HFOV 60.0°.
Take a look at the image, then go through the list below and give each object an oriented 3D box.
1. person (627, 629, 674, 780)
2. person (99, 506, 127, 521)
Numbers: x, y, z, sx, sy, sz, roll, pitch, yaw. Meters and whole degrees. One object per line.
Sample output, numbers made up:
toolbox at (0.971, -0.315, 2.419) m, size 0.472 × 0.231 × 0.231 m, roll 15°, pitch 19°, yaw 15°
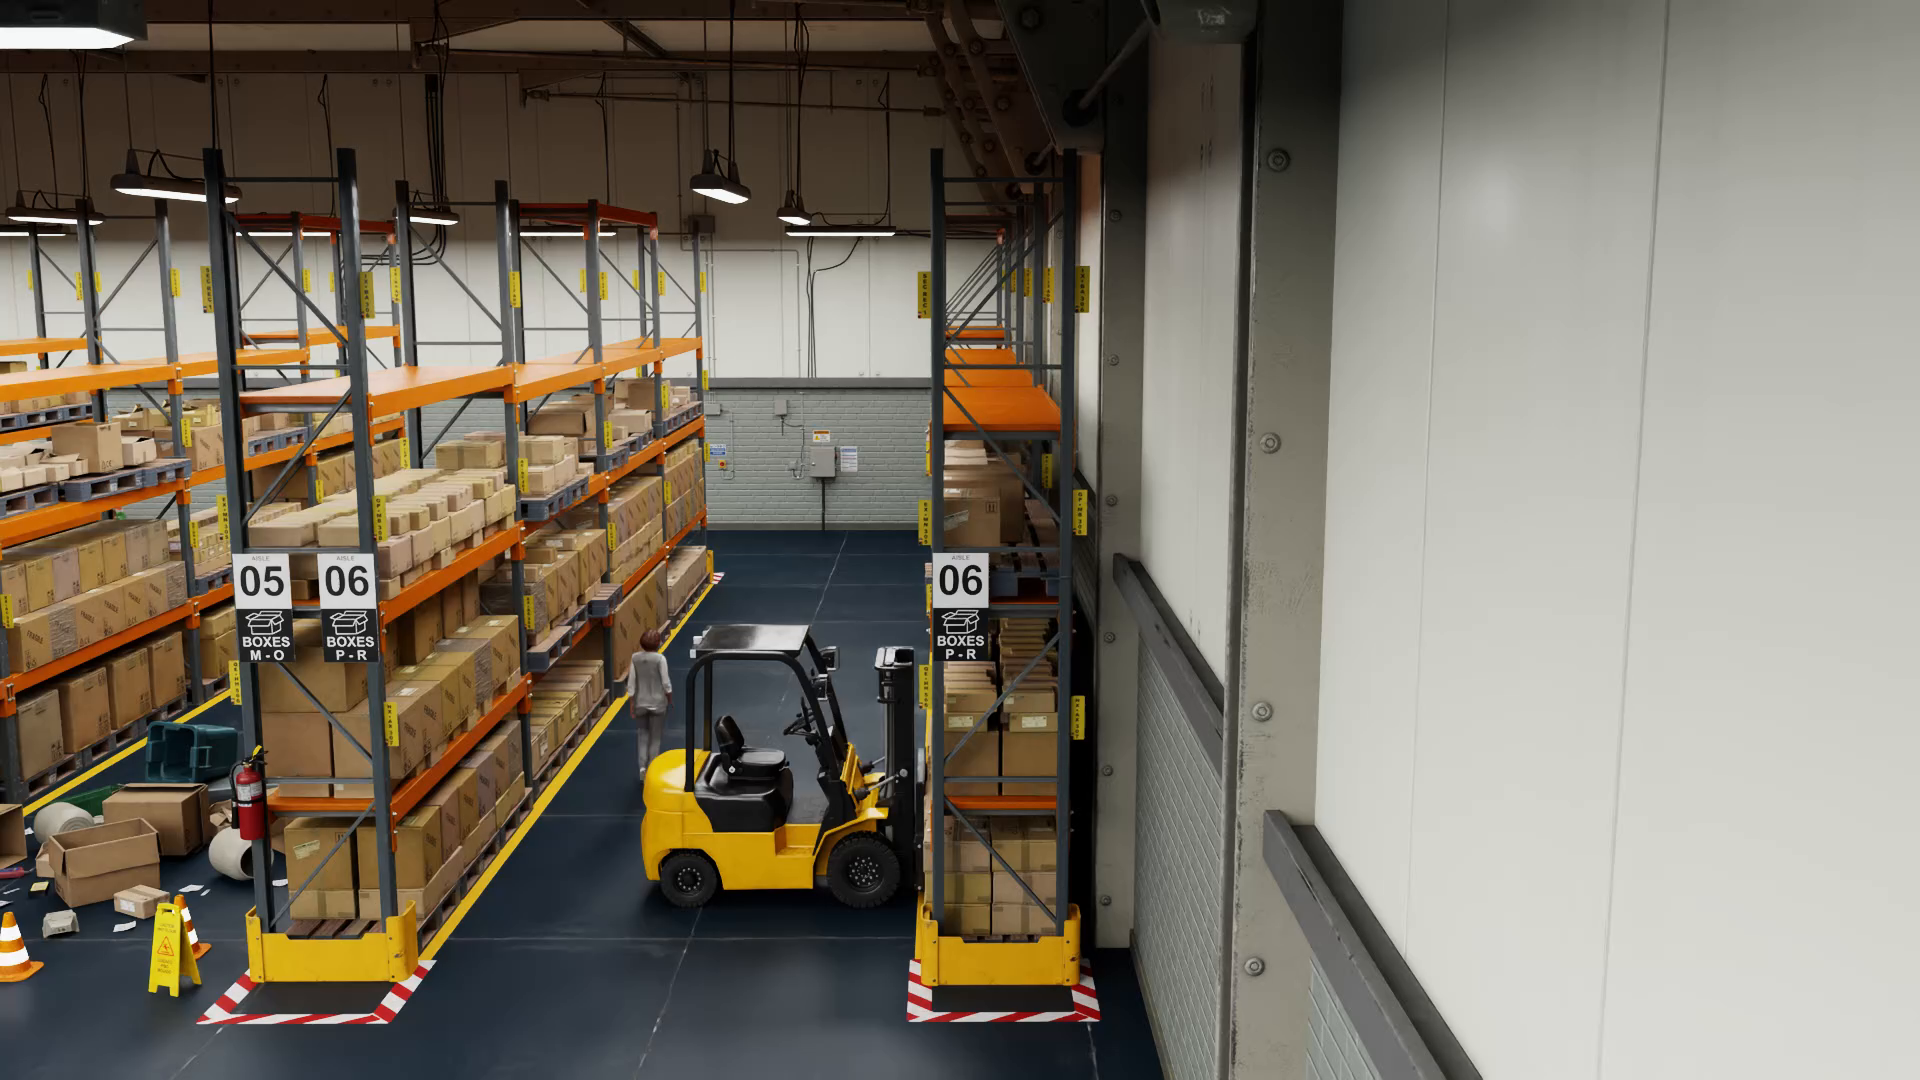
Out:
person at (-3.136, 1.698, 16.815) m, size 0.437 × 1.615 × 0.495 m, roll 1°, pitch 9°, yaw 3°
person at (-15.342, -0.496, 30.000) m, size 0.852 × 1.749 × 0.620 m, roll 3°, pitch 10°, yaw 17°
